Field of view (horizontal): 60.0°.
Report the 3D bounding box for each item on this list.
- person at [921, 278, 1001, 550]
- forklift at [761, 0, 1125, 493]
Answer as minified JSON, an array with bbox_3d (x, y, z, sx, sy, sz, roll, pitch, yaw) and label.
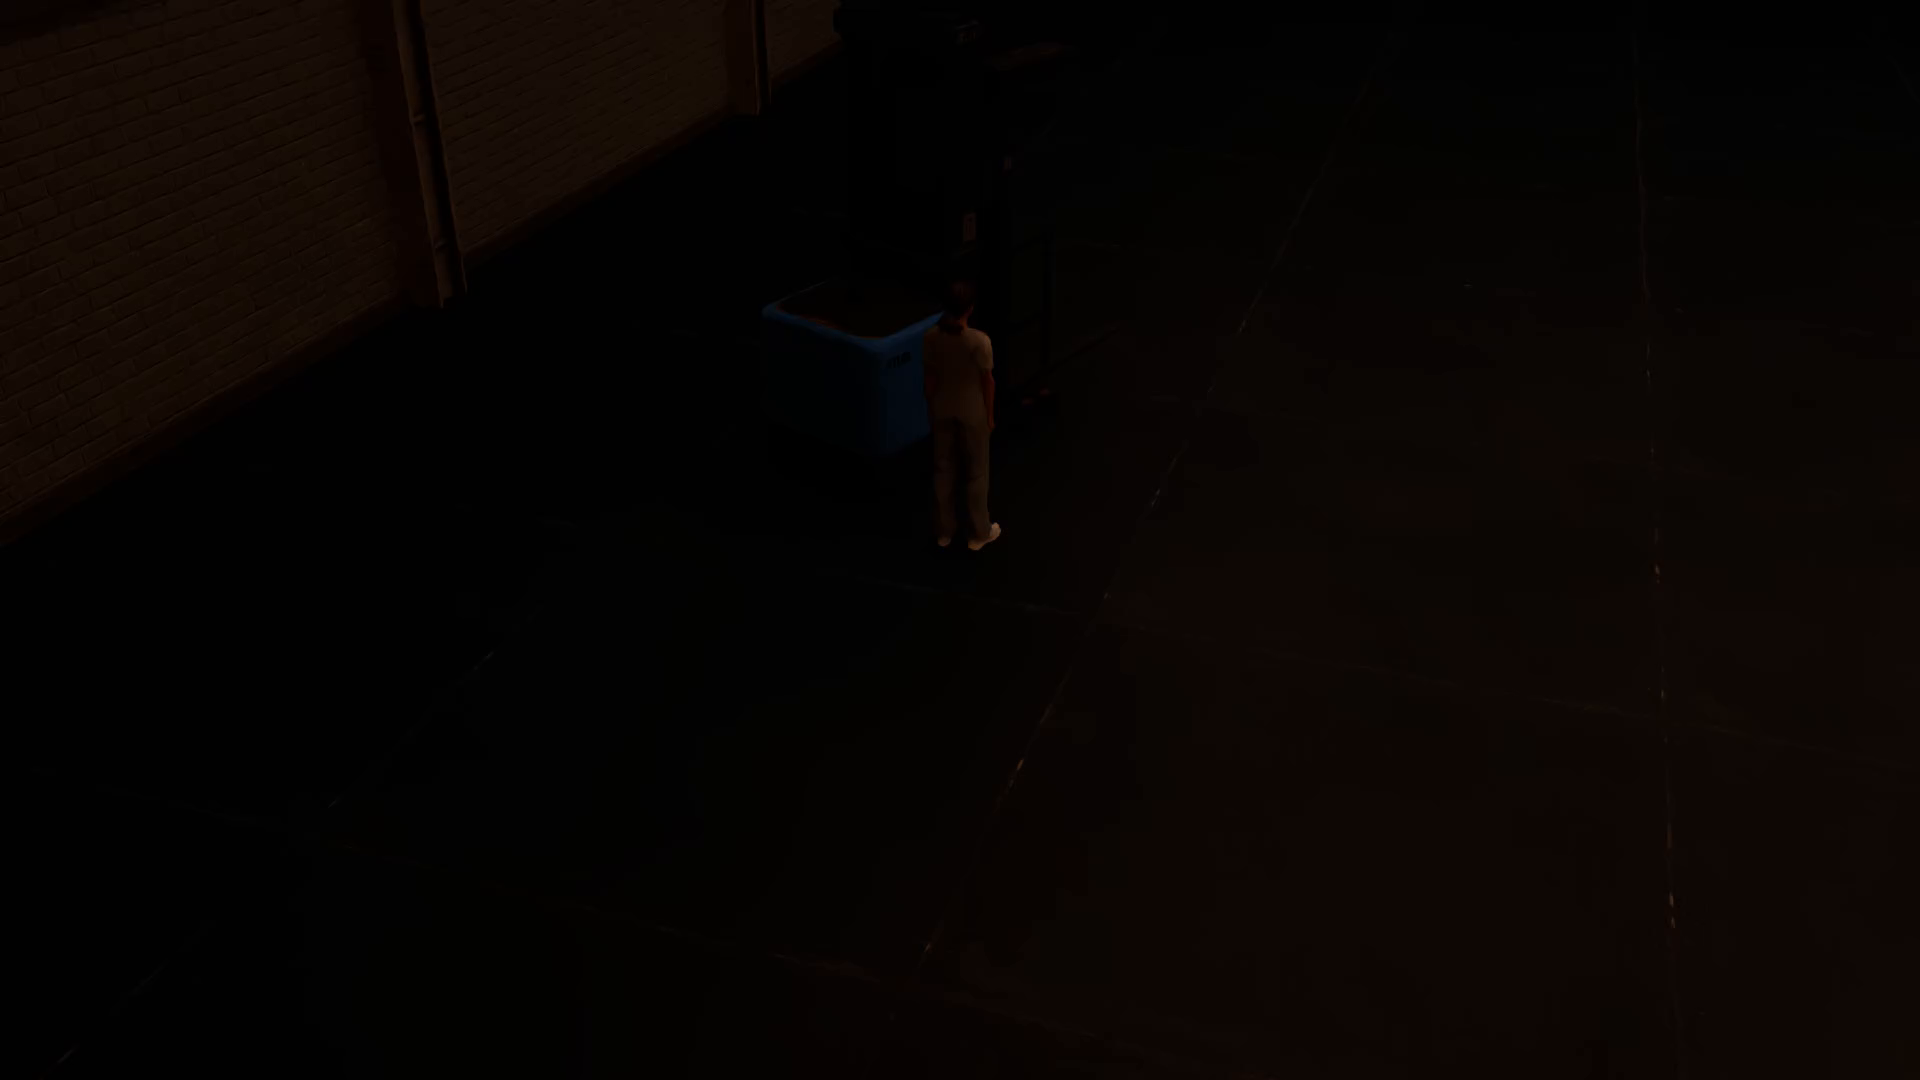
[{"bbox_3d":[0.002,-0.731,9.689,0.432,1.673,0.365,10,31,16],"label":"person"},{"bbox_3d":[0.037,-2.234,11.055,1.130,2.935,3.031,22,36,33],"label":"forklift"}]
